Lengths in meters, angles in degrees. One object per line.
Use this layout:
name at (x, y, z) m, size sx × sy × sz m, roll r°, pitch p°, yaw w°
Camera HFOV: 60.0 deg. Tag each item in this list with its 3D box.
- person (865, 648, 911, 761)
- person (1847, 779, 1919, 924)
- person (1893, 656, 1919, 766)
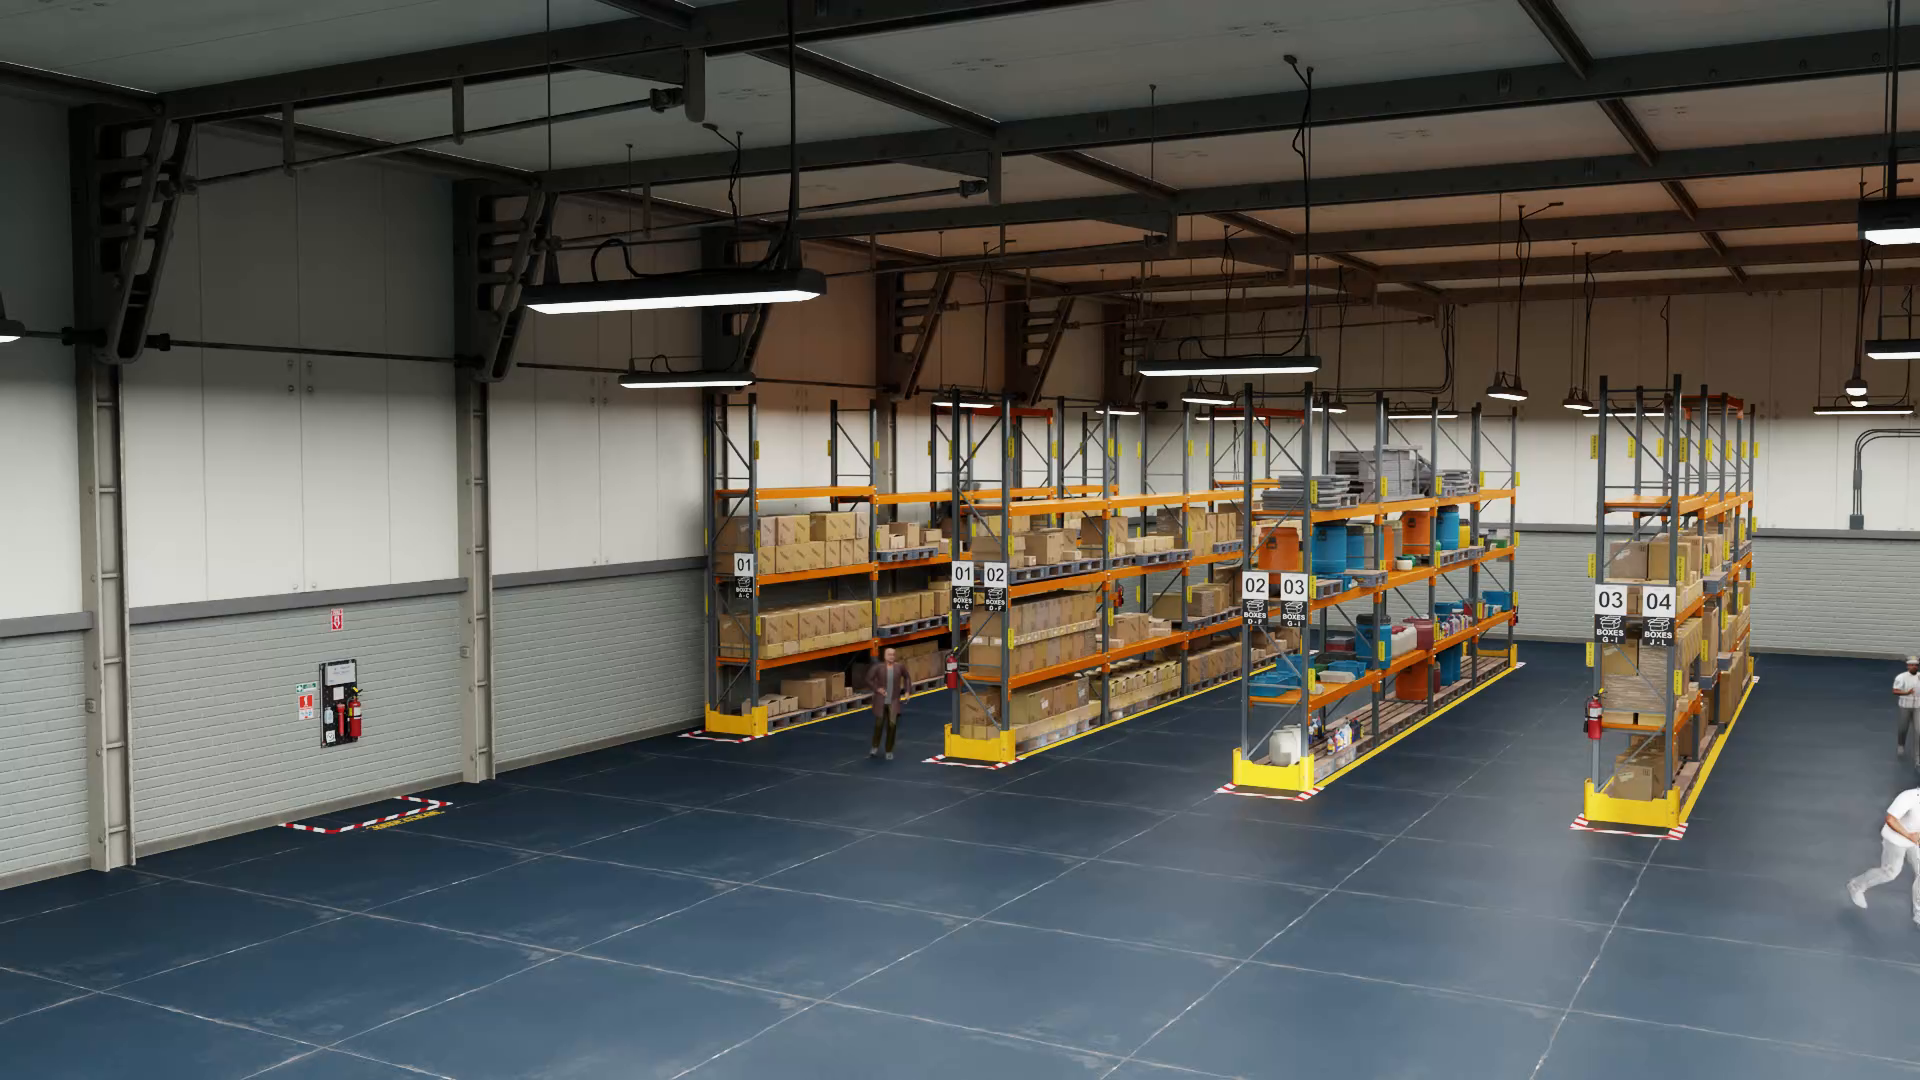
person at (-1.169, 2.681, 27.072) m, size 0.768 × 1.868 × 0.697 m, roll -1°, pitch 3°, yaw -10°
person at (9.940, 3.226, 17.624) m, size 0.741 × 1.715 × 1.055 m, roll -2°, pitch 4°, yaw -30°
person at (15.278, 2.696, 26.677) m, size 0.581 × 1.696 × 0.915 m, roll 1°, pitch 3°, yaw 22°
